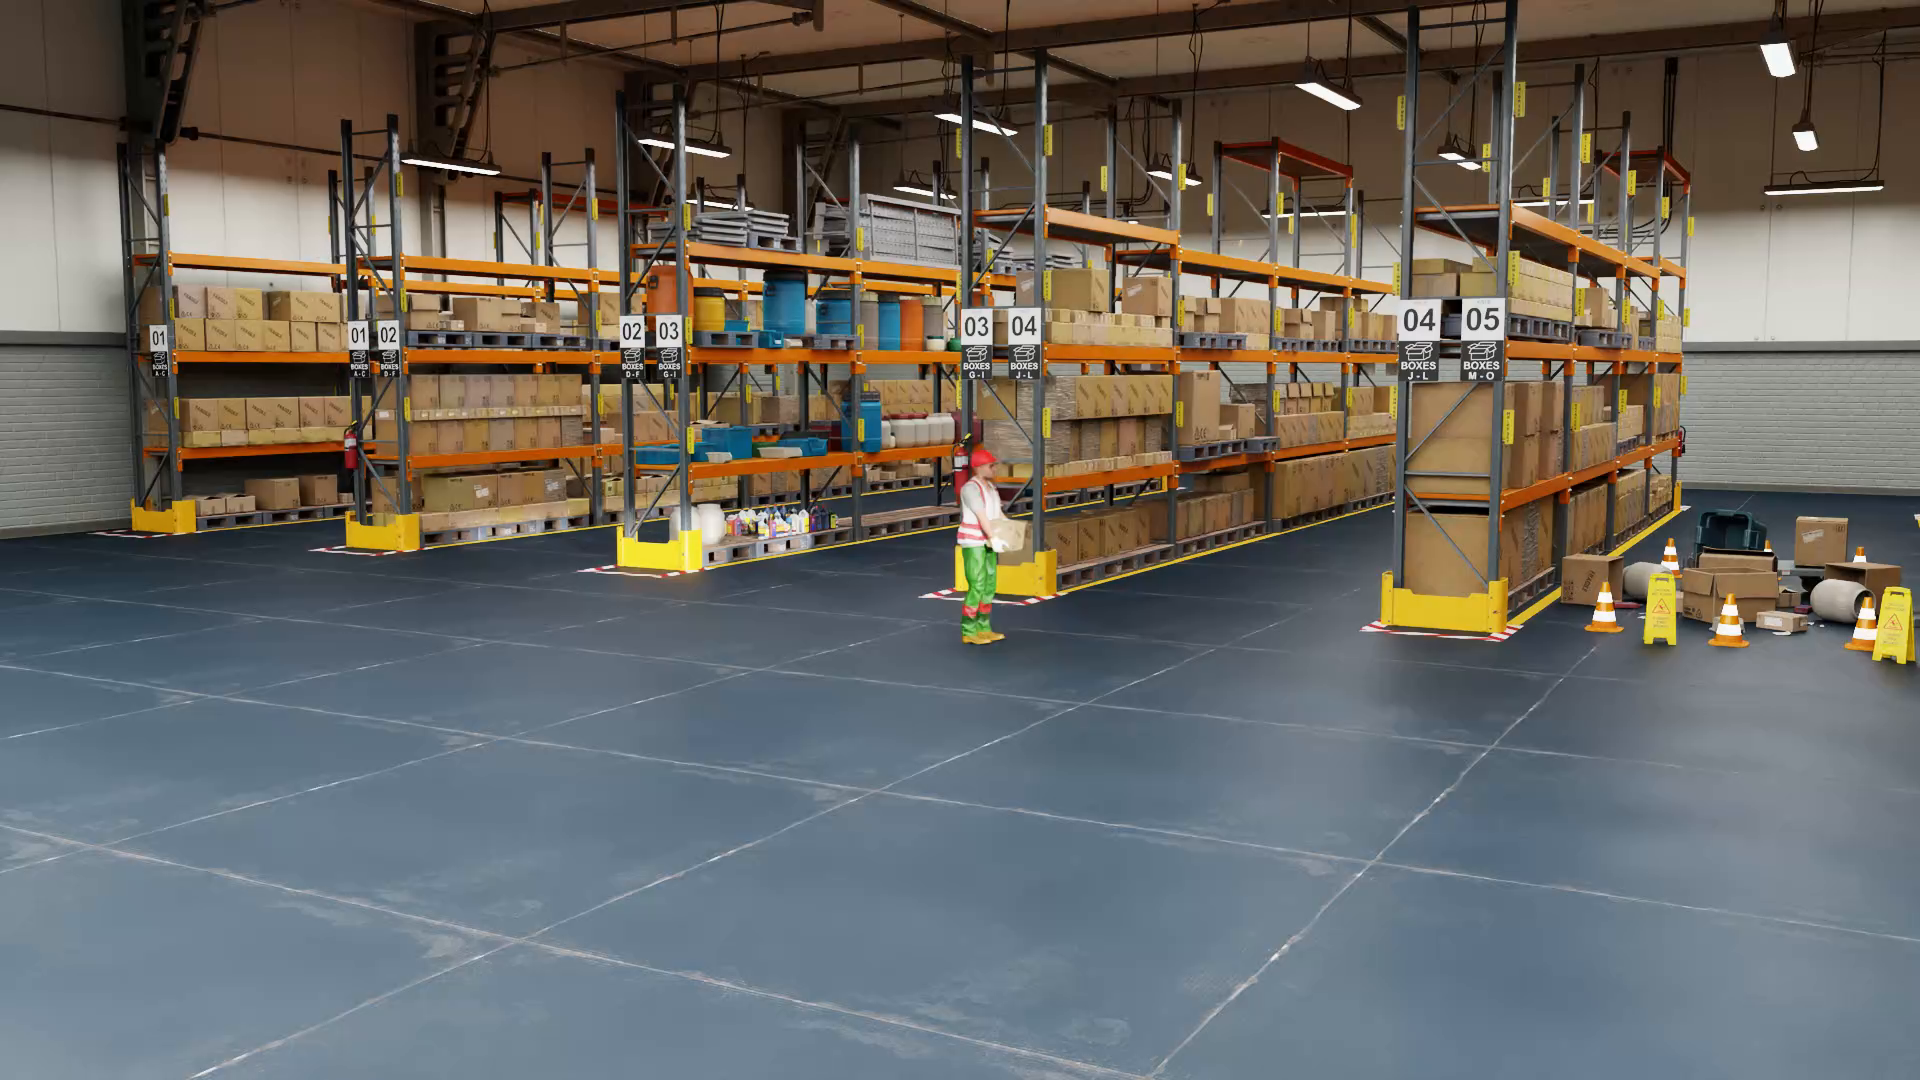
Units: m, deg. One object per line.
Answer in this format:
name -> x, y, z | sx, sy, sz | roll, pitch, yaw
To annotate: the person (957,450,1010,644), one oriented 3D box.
person -> 0.271, 0.060, 15.385 | 0.559, 1.784, 0.495 | 3, 7, 28
